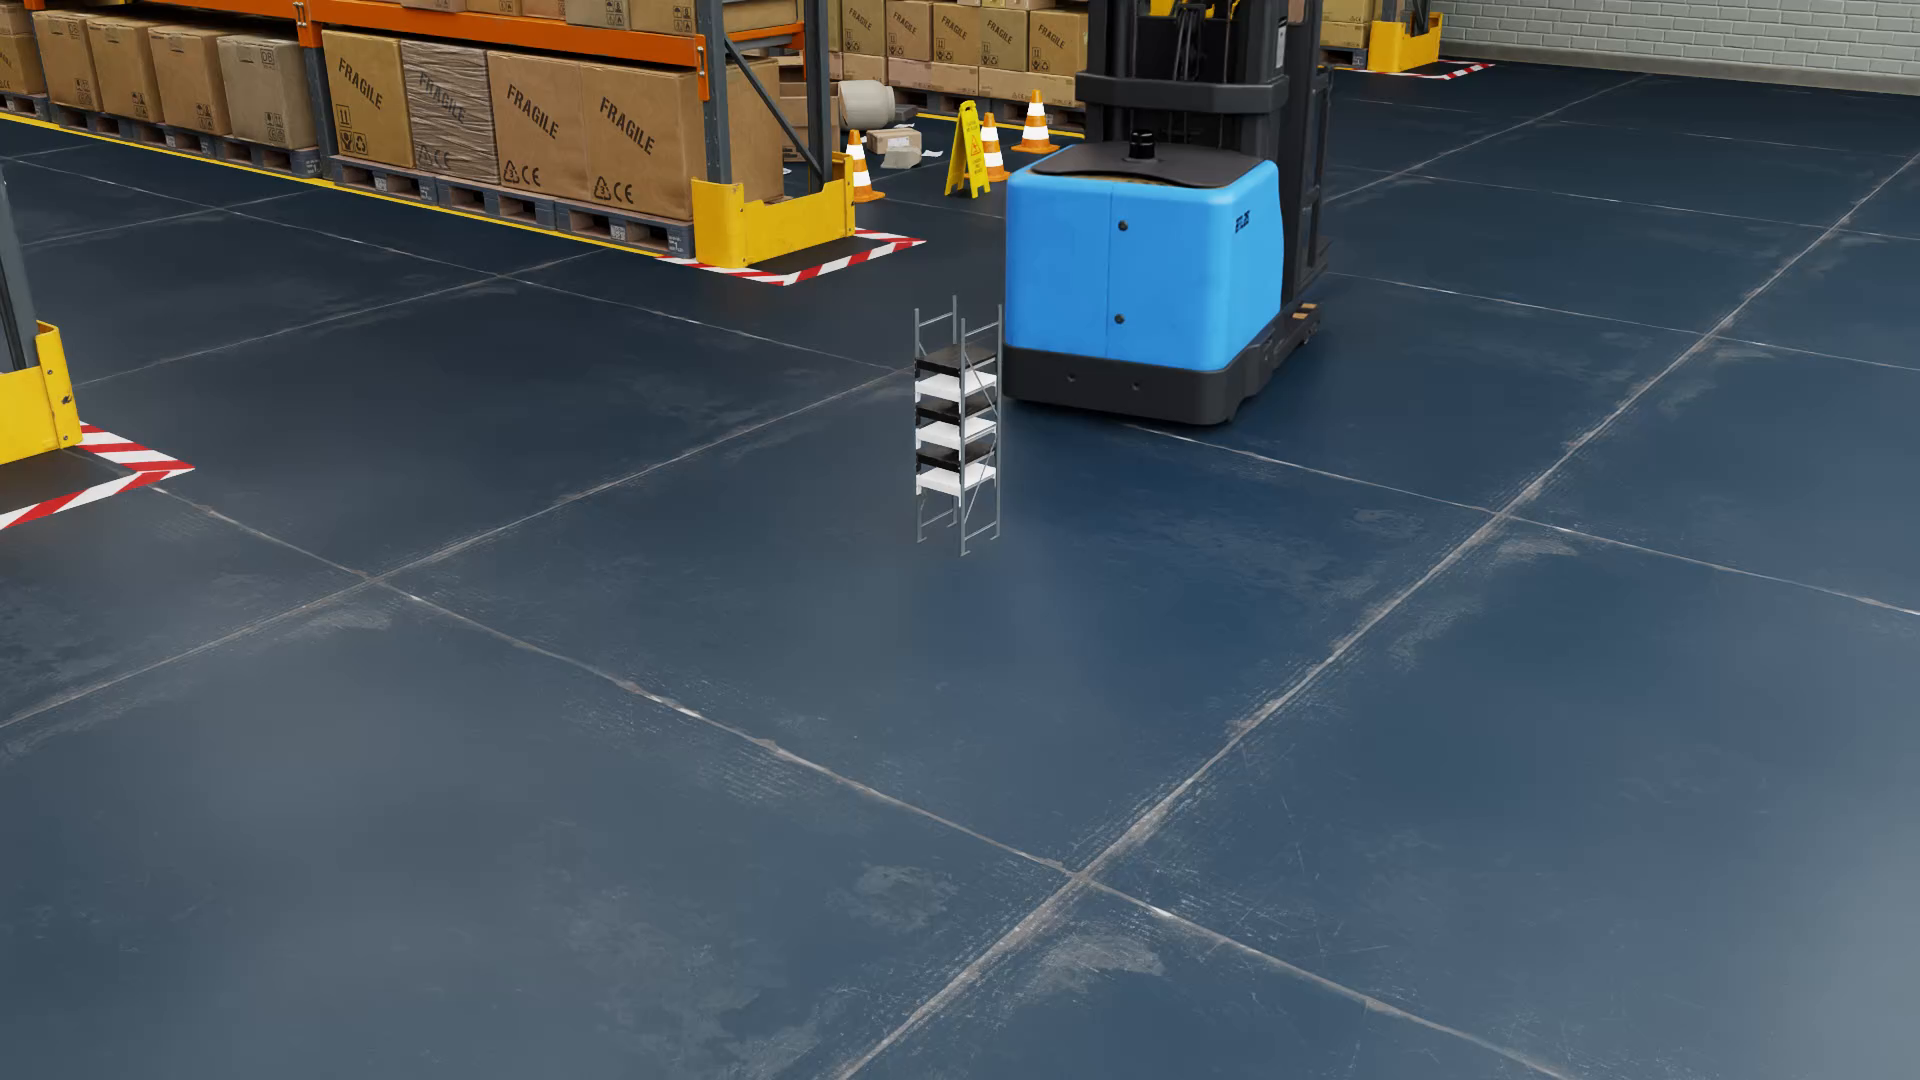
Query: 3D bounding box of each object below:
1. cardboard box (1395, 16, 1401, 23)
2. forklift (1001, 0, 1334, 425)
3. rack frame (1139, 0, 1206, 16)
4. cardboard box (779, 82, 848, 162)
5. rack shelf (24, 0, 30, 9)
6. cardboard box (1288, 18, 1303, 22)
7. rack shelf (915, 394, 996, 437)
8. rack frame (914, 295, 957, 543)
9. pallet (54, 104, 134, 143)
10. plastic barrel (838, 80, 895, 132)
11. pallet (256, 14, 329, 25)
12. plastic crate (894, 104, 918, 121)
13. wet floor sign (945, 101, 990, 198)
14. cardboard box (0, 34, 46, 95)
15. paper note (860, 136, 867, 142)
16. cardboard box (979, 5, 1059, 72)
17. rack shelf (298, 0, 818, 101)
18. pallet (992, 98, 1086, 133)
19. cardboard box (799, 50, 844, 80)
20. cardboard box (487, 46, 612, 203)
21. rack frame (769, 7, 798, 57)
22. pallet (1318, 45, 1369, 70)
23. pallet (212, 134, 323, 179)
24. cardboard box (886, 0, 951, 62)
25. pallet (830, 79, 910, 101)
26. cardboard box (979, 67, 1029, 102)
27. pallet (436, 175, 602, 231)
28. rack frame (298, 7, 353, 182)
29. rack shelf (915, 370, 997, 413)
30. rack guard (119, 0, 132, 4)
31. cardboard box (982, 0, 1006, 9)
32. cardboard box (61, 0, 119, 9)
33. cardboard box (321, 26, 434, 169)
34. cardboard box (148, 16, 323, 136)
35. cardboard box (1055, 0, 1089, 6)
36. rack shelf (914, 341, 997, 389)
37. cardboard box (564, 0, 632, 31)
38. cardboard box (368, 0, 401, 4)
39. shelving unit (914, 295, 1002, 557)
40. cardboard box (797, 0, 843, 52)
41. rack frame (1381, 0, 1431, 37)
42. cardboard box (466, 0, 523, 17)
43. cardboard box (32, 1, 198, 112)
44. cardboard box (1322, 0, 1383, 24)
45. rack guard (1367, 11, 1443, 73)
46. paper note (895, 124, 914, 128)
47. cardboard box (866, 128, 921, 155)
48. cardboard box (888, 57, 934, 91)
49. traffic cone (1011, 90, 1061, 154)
[{"bbox_3d":[4.428,-5.554,18.025,0.500,0.250,0.500,17,29,34],"label":"cardboard box"},{"bbox_3d":[1.249,-2.403,8.068,1.130,2.935,3.031,10,26,22],"label":"forklift"},{"bbox_3d":[1.730,-4.836,13.506,0.127,3.000,1.000,17,29,33],"label":"rack frame"},{"bbox_3d":[-1.194,-3.302,13.120,0.637,0.503,0.797,-1,24,-3],"label":"cardboard box"},{"bbox_3d":[-9.160,-5.304,15.459,4.000,0.370,1.077,17,29,33],"label":"rack shelf"},{"bbox_3d":[3.746,-5.507,17.919,0.500,0.250,0.500,17,29,33],"label":"cardboard box"},{"bbox_3d":[-0.006,-0.466,6.050,0.200,0.077,0.258,17,29,33],"label":"rack shelf"},{"bbox_3d":[-0.088,-0.438,6.129,0.006,0.900,0.240,17,29,33],"label":"rack frame"},{"bbox_3d":[-6.974,-3.658,14.291,1.213,0.211,1.003,17,29,33],"label":"pallet"},{"bbox_3d":[-0.831,-3.668,14.050,0.512,0.421,0.421,-5,24,-12],"label":"plastic barrel"},{"bbox_3d":[-8.434,-6.671,21.129,1.213,0.211,1.003,17,29,33],"label":"pallet"},{"bbox_3d":[-0.706,-3.823,14.828,0.583,0.080,0.402,7,25,15],"label":"plastic crate"},{"bbox_3d":[0.053,-2.769,11.735,0.232,0.644,0.267,12,26,24],"label":"wet floor sign"},{"bbox_3d":[-8.243,-4.272,14.806,0.500,0.500,0.500,17,29,33],"label":"cardboard box"},{"bbox_3d":[-0.810,-3.312,13.744,0.148,0.019,0.142,-15,28,-30],"label":"paper note"},{"bbox_3d":[0.513,-4.348,14.357,0.500,0.500,0.500,18,30,35],"label":"cardboard box"},{"bbox_3d":[-2.758,-3.369,11.069,4.000,0.370,1.077,17,29,33],"label":"rack shelf"},{"bbox_3d":[1.040,-3.786,14.582,1.213,0.211,1.003,17,29,33],"label":"pallet"},{"bbox_3d":[-1.161,-4.508,15.650,0.500,0.250,0.500,15,28,31],"label":"cardboard box"},{"bbox_3d":[-2.445,-2.789,10.975,0.875,0.875,0.875,16,29,32],"label":"cardboard box"},{"bbox_3d":[-1.471,-5.803,15.701,0.127,3.000,1.000,17,29,33],"label":"rack frame"},{"bbox_3d":[4.067,-5.334,18.094,1.213,0.211,1.003,17,29,33],"label":"pallet"},{"bbox_3d":[-5.021,-3.068,12.952,1.213,0.211,1.003,17,29,33],"label":"pallet"},{"bbox_3d":[-0.311,-4.599,14.927,0.500,0.500,0.500,19,30,36],"label":"cardboard box"},{"bbox_3d":[-0.912,-4.376,15.921,1.213,0.211,1.003,17,29,33],"label":"pallet"},{"bbox_3d":[0.512,-4.007,14.513,0.500,0.250,0.500,17,29,33],"label":"cardboard box"},{"bbox_3d":[-2.817,-2.402,11.440,1.213,0.211,1.003,17,29,33],"label":"pallet"},{"bbox_3d":[-4.359,-4.182,12.021,0.127,3.000,1.000,17,29,33],"label":"rack frame"},{"bbox_3d":[-0.006,-0.548,6.014,0.200,0.077,0.258,17,29,33],"label":"rack shelf"},{"bbox_3d":[-11.092,-7.567,22.805,0.348,0.500,1.175,17,29,33],"label":"rack guard"},{"bbox_3d":[0.399,-4.649,14.235,0.250,0.149,0.380,17,29,34],"label":"cardboard box"},{"bbox_3d":[-7.966,-4.786,15.040,0.500,0.250,0.500,15,28,31],"label":"cardboard box"},{"bbox_3d":[-3.897,-3.227,11.969,0.875,0.875,0.875,17,29,34],"label":"cardboard box"},{"bbox_3d":[-5.679,-3.700,13.197,0.750,0.750,1.050,17,29,33],"label":"cardboard box"},{"bbox_3d":[0.810,-4.528,14.766,0.500,0.500,0.500,16,28,31],"label":"cardboard box"},{"bbox_3d":[-0.006,-0.630,5.978,0.200,0.077,0.258,17,29,33],"label":"rack shelf"},{"bbox_3d":[-1.935,-3.484,10.252,0.550,0.550,0.875,17,29,33],"label":"cardboard box"},{"bbox_3d":[-3.603,-4.040,11.512,0.550,0.550,0.875,17,29,33],"label":"cardboard box"},{"bbox_3d":[-0.006,-0.414,6.073,0.210,0.900,0.258,17,29,33],"label":"shelving unit"},{"bbox_3d":[-1.161,-4.851,15.498,0.500,0.500,0.500,18,30,36],"label":"cardboard box"},{"bbox_3d":[4.704,-6.439,17.143,0.127,3.000,1.000,17,29,33],"label":"rack frame"},{"bbox_3d":[-2.757,-3.775,10.912,0.500,0.550,0.875,17,29,33],"label":"cardboard box"},{"bbox_3d":[-7.126,-4.136,14.185,0.750,0.750,1.050,16,29,33],"label":"cardboard box"},{"bbox_3d":[4.127,-5.618,17.550,0.500,0.250,0.500,16,29,33],"label":"cardboard box"},{"bbox_3d":[4.723,-5.289,17.634,0.348,0.500,1.175,17,29,33],"label":"rack guard"},{"bbox_3d":[-0.479,-3.573,14.322,0.148,0.019,0.142,7,25,15],"label":"paper note"},{"bbox_3d":[-0.530,-3.197,13.321,0.380,0.149,0.250,-10,26,-21],"label":"cardboard box"},{"bbox_3d":[-0.301,-4.255,15.076,0.500,0.250,0.500,16,29,33],"label":"cardboard box"},{"bbox_3d":[0.612,-3.363,13.309,0.334,0.463,0.336,17,29,33],"label":"traffic cone"}]
